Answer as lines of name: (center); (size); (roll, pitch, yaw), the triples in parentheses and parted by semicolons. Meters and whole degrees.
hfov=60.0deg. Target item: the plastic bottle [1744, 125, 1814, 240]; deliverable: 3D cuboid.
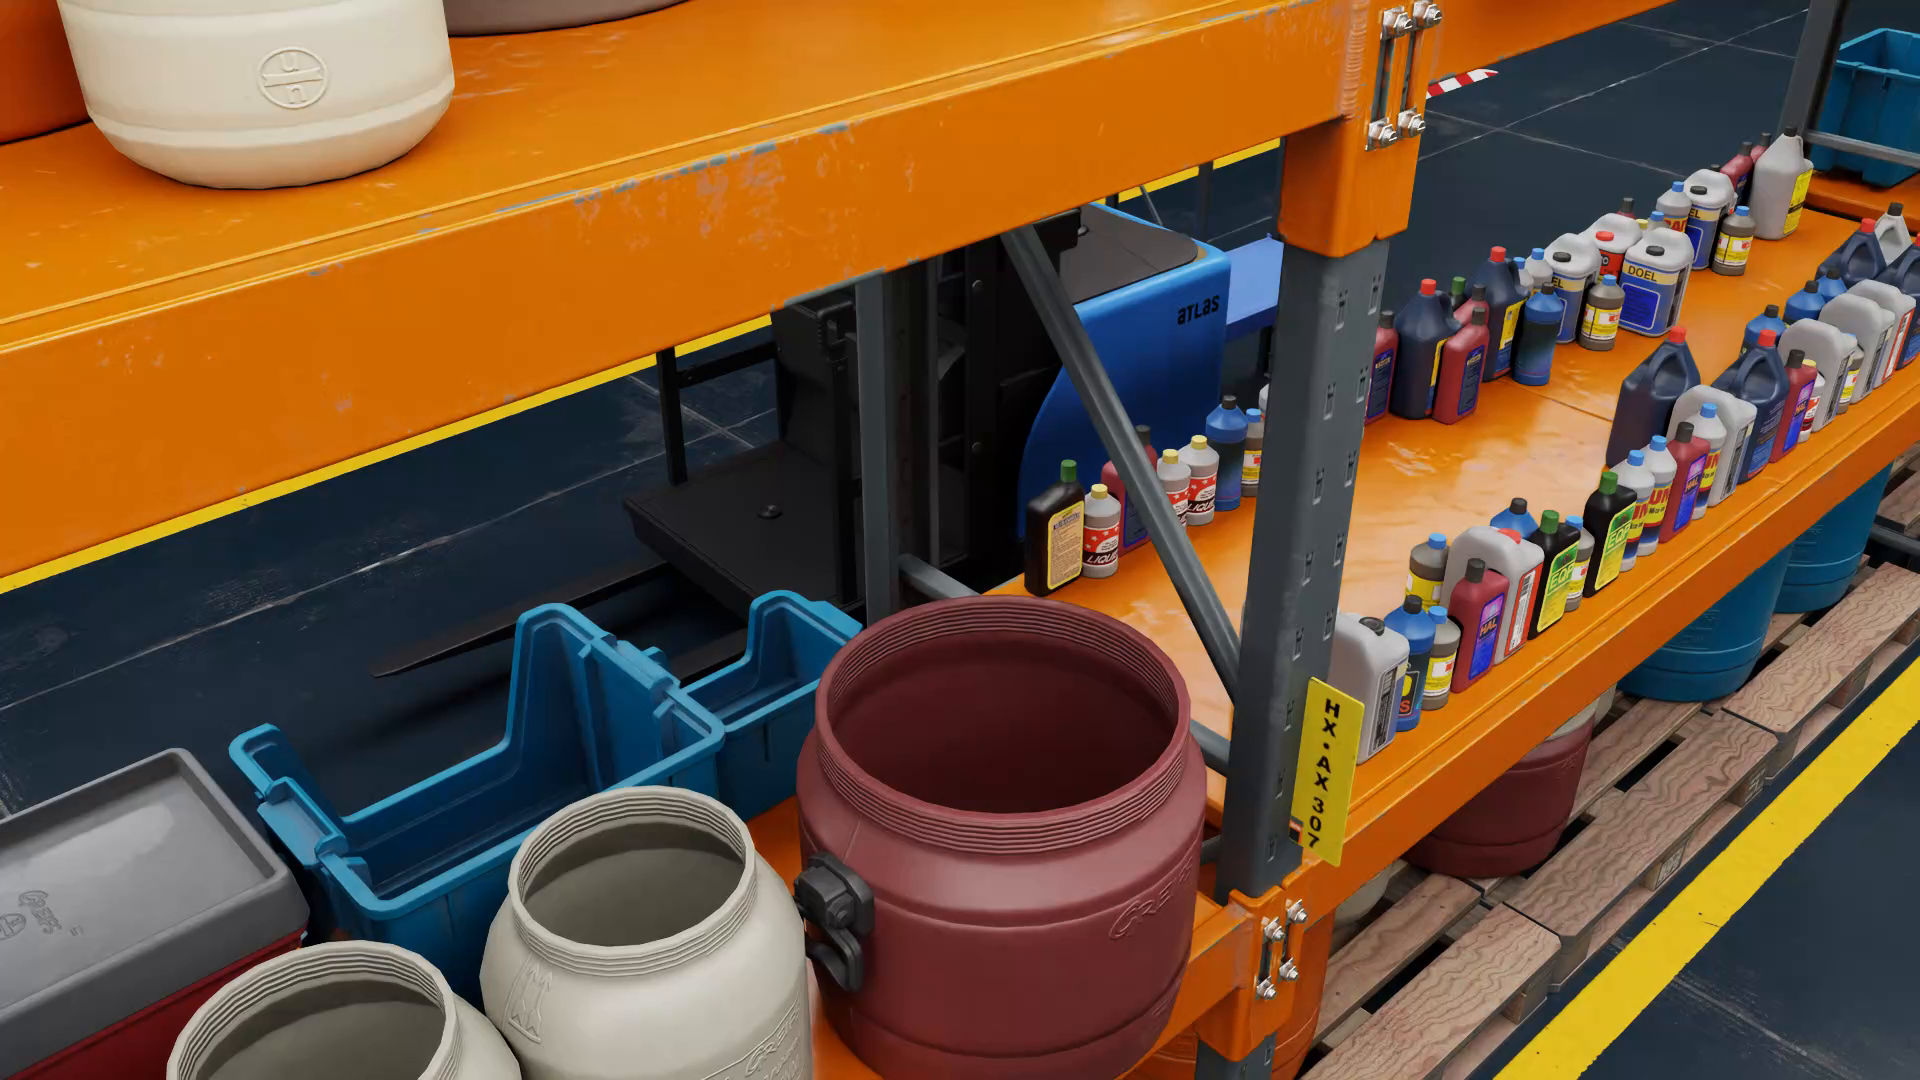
plastic bottle: (2.620, -1.153, 5.307); (0.185, 0.351, 0.144); (-26, 40, -35)

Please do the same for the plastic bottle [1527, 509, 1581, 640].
plastic bottle: (1.200, 0.056, 3.395); (0.133, 0.283, 0.061); (-26, 40, -35)

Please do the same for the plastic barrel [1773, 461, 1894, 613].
plastic barrel: (2.717, -0.286, 5.452); (0.708, 0.901, 0.600); (-26, 40, -35)

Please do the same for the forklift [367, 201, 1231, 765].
forklift: (-0.476, -1.039, 5.140); (3.031, 2.935, 1.130); (-24, 39, -34)

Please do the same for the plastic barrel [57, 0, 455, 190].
plastic barrel: (-0.579, -0.450, 1.369); (0.301, 0.262, 0.301); (0, 31, 0)

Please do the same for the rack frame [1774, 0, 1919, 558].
rack frame: (3.128, -1.189, 5.319); (0.127, 3.000, 1.000); (-26, 40, -35)

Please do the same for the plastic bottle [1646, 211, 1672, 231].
plastic bottle: (2.086, -0.891, 5.022); (0.097, 0.201, 0.097); (0, 31, 0)

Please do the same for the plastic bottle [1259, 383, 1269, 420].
plastic bottle: (0.753, -0.276, 3.949); (0.097, 0.271, 0.097); (0, 31, 0)

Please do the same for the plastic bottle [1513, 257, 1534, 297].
plastic bottle: (1.505, -0.640, 4.544); (0.097, 0.271, 0.097); (0, 31, 0)

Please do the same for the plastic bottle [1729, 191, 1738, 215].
plastic bottle: (2.399, -1.042, 5.269); (0.097, 0.201, 0.097); (0, 31, 0)

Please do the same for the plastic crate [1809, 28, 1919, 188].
plastic crate: (3.238, -1.504, 5.792); (0.575, 0.384, 0.392); (-26, 40, -35)

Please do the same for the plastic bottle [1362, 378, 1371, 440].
plastic bottle: (0.967, -0.350, 4.137); (0.097, 0.201, 0.097); (0, 31, 0)

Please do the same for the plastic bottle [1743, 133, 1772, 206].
plastic bottle: (2.569, -1.172, 5.404); (0.133, 0.283, 0.061); (-26, 40, -35)

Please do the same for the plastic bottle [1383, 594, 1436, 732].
plastic bottle: (0.835, 0.224, 3.131); (0.097, 0.271, 0.097); (0, 31, 0)

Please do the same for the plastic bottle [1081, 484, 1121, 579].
plastic bottle: (0.298, -0.026, 3.608); (0.097, 0.201, 0.097); (0, 31, 0)

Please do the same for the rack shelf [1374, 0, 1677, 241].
rack shelf: (1.661, -1.452, 3.564); (4.000, 0.370, 1.077); (-26, 40, -35)

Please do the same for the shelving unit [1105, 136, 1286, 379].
shelving unit: (1.117, -1.123, 6.648); (1.048, 1.500, 0.538); (-24, 39, -34)

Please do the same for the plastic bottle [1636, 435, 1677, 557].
plastic bottle: (1.513, -0.103, 3.667); (0.097, 0.271, 0.097); (0, 31, 0)

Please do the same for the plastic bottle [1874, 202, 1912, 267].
plastic bottle: (2.578, -0.772, 4.684); (0.185, 0.351, 0.144); (-26, 40, -35)

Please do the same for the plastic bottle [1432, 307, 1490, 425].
plastic bottle: (1.273, -0.443, 4.211); (0.133, 0.283, 0.061); (-26, 40, -35)

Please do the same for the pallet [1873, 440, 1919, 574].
pallet: (3.641, -0.275, 6.497); (1.213, 0.211, 1.003); (-26, 40, -35)

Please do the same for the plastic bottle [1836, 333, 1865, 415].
plastic bottle: (2.256, -0.433, 4.273); (0.097, 0.201, 0.097); (0, 31, 0)

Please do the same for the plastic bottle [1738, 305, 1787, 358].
plastic bottle: (2.054, -0.473, 4.272); (0.097, 0.271, 0.097); (0, 31, 0)

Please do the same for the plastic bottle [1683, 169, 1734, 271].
plastic bottle: (2.261, -0.988, 5.109); (0.135, 0.276, 0.152); (-26, 40, -35)

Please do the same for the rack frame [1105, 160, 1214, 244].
rack frame: (0.730, -0.951, 6.367); (0.032, 1.500, 0.500); (-24, 39, -34)

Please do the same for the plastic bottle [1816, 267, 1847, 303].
plastic bottle: (2.322, -0.603, 4.484); (0.097, 0.271, 0.097); (0, 31, 0)

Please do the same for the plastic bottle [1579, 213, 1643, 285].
plastic bottle: (1.850, -0.789, 4.784); (0.135, 0.276, 0.152); (-26, 40, -35)

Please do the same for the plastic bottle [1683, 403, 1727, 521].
plastic bottle: (1.682, -0.185, 3.801); (0.097, 0.271, 0.097); (0, 31, 0)

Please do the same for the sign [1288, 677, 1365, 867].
sign: (0.574, 0.368, 2.616); (0.005, 0.325, 0.100); (-26, 40, -35)

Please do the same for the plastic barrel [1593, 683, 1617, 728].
plastic barrel: (1.723, 0.297, 4.871); (0.421, 0.512, 0.421); (0, 31, 0)

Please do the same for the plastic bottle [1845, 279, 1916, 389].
plastic bottle: (2.421, -0.564, 4.416); (0.135, 0.276, 0.152); (-26, 40, -35)

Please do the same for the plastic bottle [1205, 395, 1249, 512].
plastic bottle: (0.610, -0.207, 3.836); (0.097, 0.271, 0.097); (0, 31, 0)

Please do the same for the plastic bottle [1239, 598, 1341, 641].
plastic bottle: (0.628, 0.195, 3.175); (0.135, 0.276, 0.152); (-26, 40, -35)

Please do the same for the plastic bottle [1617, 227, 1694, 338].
plastic bottle: (1.954, -0.731, 4.689); (0.135, 0.276, 0.152); (-26, 40, -35)

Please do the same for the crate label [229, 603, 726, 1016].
crate label: (-0.718, 0.464, 2.582); (0.616, 0.435, 0.502); (-26, 40, -35)

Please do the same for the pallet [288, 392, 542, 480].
pallet: (-2.597, -0.727, 7.237); (1.213, 0.211, 1.003); (-26, 40, -35)

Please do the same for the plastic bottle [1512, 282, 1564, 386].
plastic bottle: (1.532, -0.550, 4.397); (0.097, 0.271, 0.097); (0, 31, 0)

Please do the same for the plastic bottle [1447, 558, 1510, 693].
plastic bottle: (1.004, 0.151, 3.240); (0.133, 0.283, 0.061); (-26, 40, -35)

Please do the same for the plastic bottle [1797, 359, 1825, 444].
plastic bottle: (2.086, -0.351, 4.139); (0.097, 0.201, 0.097); (0, 31, 0)

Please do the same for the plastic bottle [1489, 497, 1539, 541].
plastic bottle: (1.133, 0.037, 3.438); (0.097, 0.271, 0.097); (0, 31, 0)

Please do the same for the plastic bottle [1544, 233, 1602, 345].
plastic bottle: (1.680, -0.707, 4.650); (0.135, 0.276, 0.152); (-26, 40, -35)

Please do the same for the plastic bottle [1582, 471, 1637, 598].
plastic bottle: (1.369, -0.026, 3.529); (0.133, 0.283, 0.061); (-26, 40, -35)

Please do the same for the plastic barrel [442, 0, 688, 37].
plastic barrel: (-0.555, -1.055, 1.745); (0.600, 0.901, 0.600); (0, 31, 0)

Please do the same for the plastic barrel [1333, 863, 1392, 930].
plastic barrel: (0.895, 0.698, 4.216); (0.421, 0.512, 0.421); (0, 31, 0)

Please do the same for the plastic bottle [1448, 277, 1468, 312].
plastic bottle: (1.273, -0.545, 4.378); (0.133, 0.283, 0.061); (-26, 40, -35)

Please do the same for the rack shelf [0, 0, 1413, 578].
rack shelf: (-1.272, -0.033, 1.244); (4.000, 0.370, 1.077); (-26, 40, -35)

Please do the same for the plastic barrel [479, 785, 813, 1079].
plastic barrel: (-0.414, 0.629, 2.239); (0.421, 0.512, 0.421); (0, 31, 0)

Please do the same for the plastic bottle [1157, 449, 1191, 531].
plastic bottle: (0.467, -0.108, 3.741); (0.097, 0.201, 0.097); (0, 31, 0)

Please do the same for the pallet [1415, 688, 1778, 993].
pallet: (1.639, 0.693, 4.914); (1.213, 0.211, 1.003); (-26, 40, -35)

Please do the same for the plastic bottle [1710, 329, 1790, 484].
plastic bottle: (1.868, -0.326, 3.955); (0.185, 0.351, 0.144); (-26, 40, -35)
